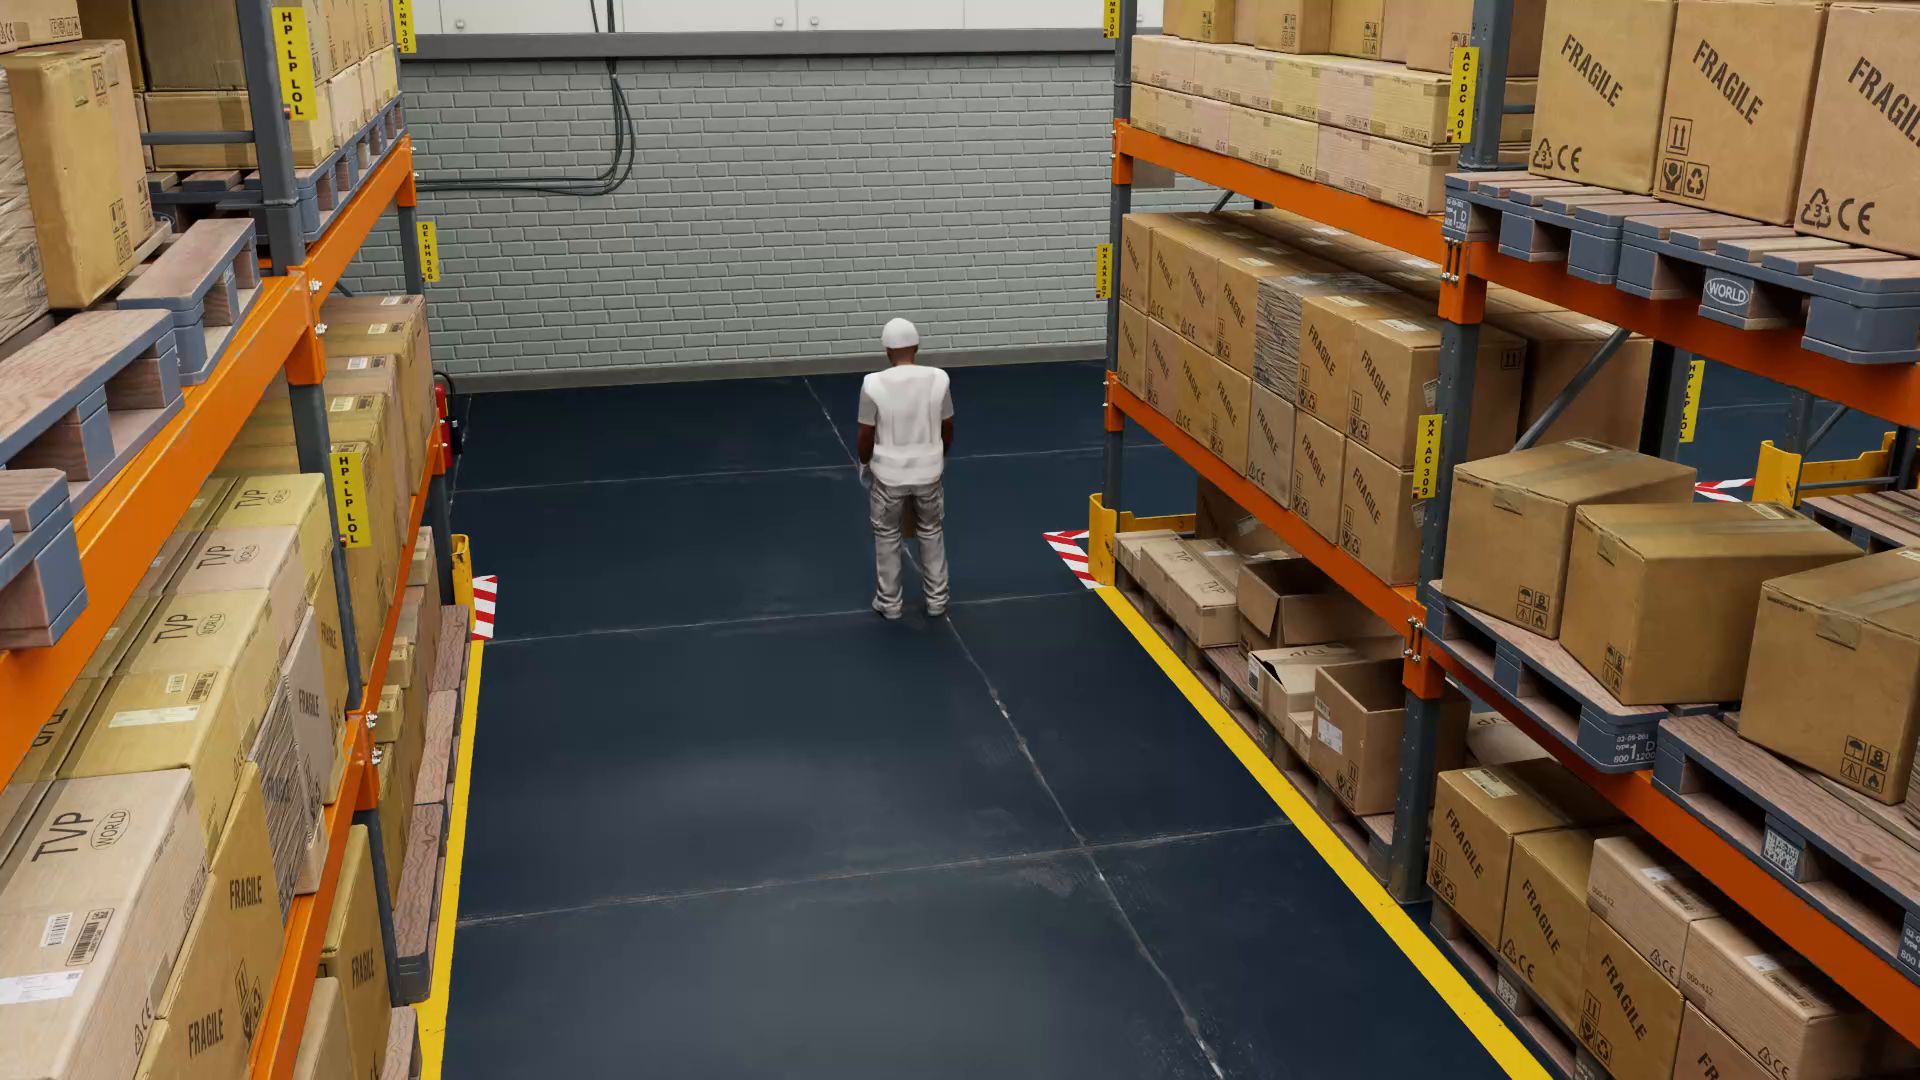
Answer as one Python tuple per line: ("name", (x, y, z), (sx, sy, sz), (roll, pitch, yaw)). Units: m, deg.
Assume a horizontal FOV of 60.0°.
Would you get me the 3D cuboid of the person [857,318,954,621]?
("person", (-0.316, -0.403, 9.685), (0.575, 1.781, 0.411), (-5, 20, -14))
